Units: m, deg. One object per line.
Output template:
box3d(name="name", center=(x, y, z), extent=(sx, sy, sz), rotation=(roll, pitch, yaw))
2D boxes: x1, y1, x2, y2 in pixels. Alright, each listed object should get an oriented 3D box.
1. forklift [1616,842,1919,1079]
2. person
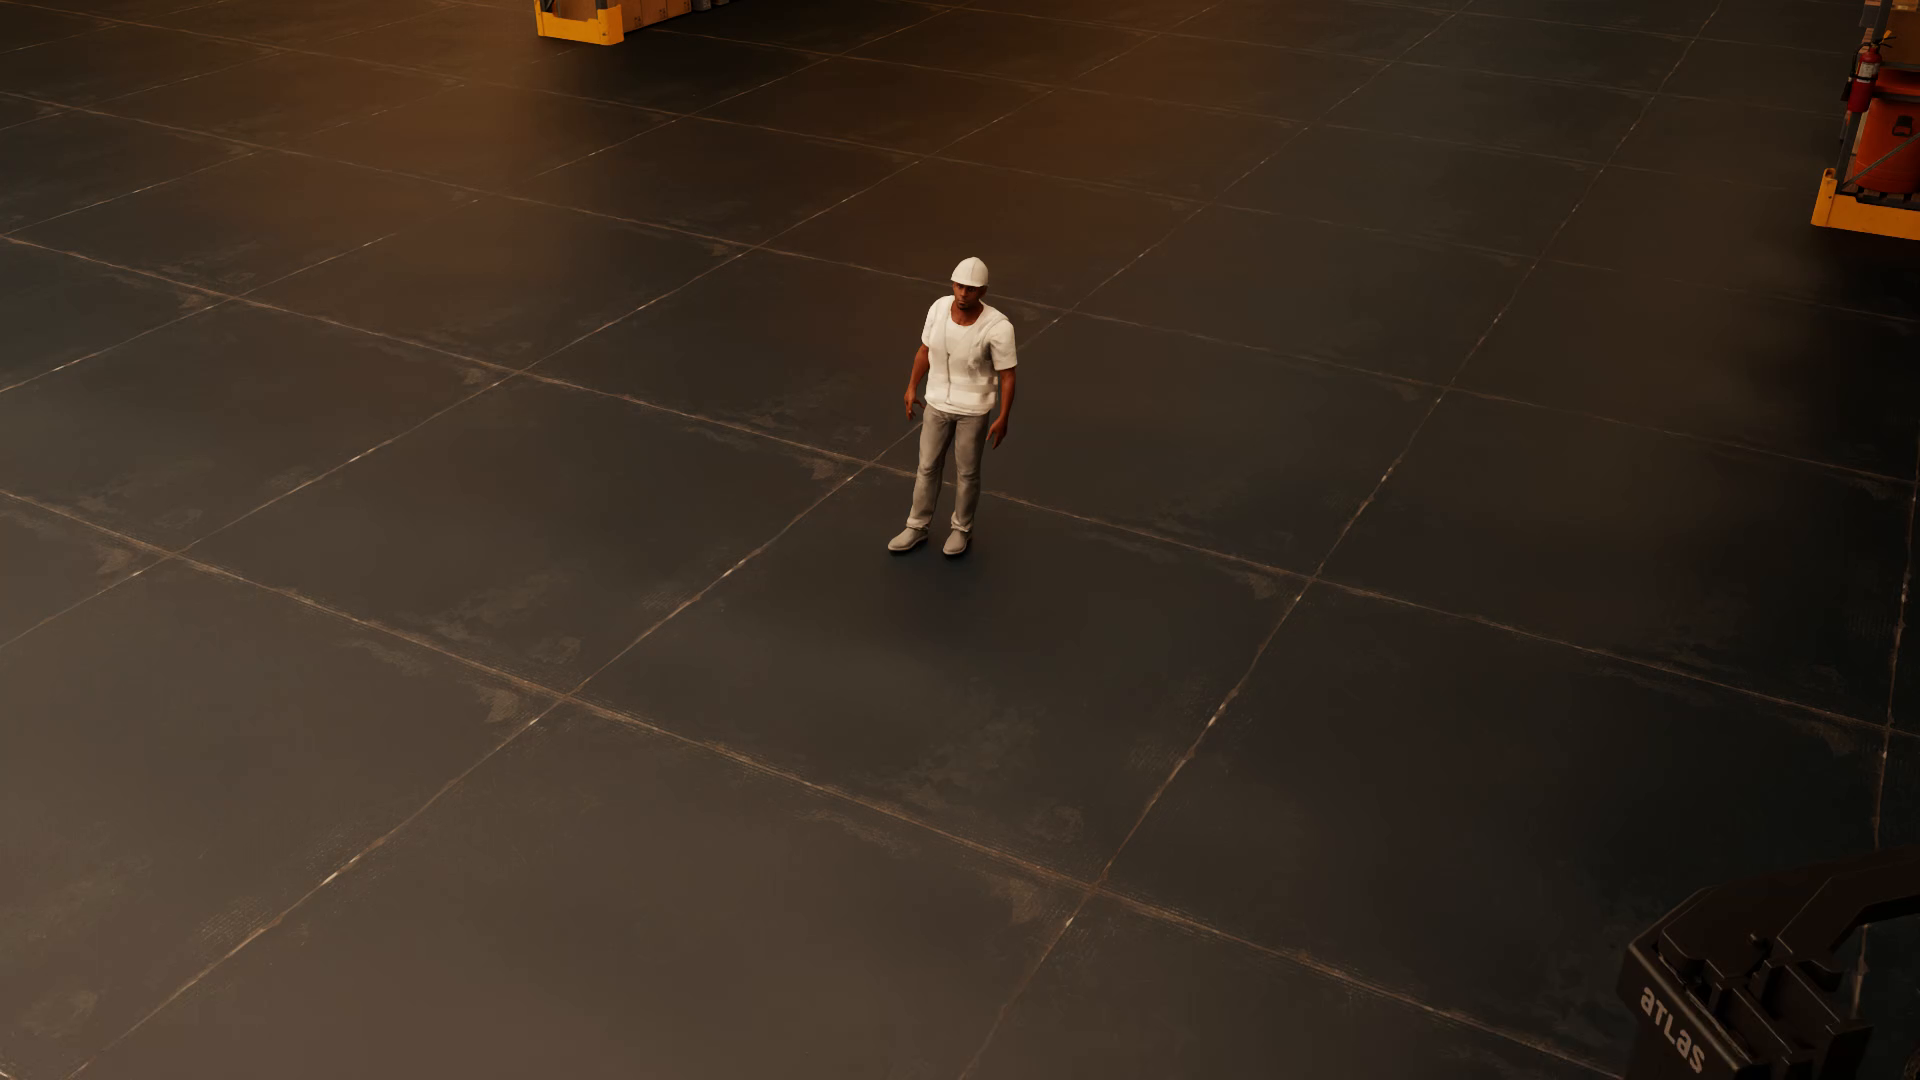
box3d(name="forklift", center=(1.884, 2.193, 3.270), extent=(1.130, 2.935, 3.031), rotation=(-8, 31, -13))
box3d(name="person", center=(-0.039, -0.743, 9.508), extent=(0.665, 1.765, 0.577), rotation=(15, 33, 25))
